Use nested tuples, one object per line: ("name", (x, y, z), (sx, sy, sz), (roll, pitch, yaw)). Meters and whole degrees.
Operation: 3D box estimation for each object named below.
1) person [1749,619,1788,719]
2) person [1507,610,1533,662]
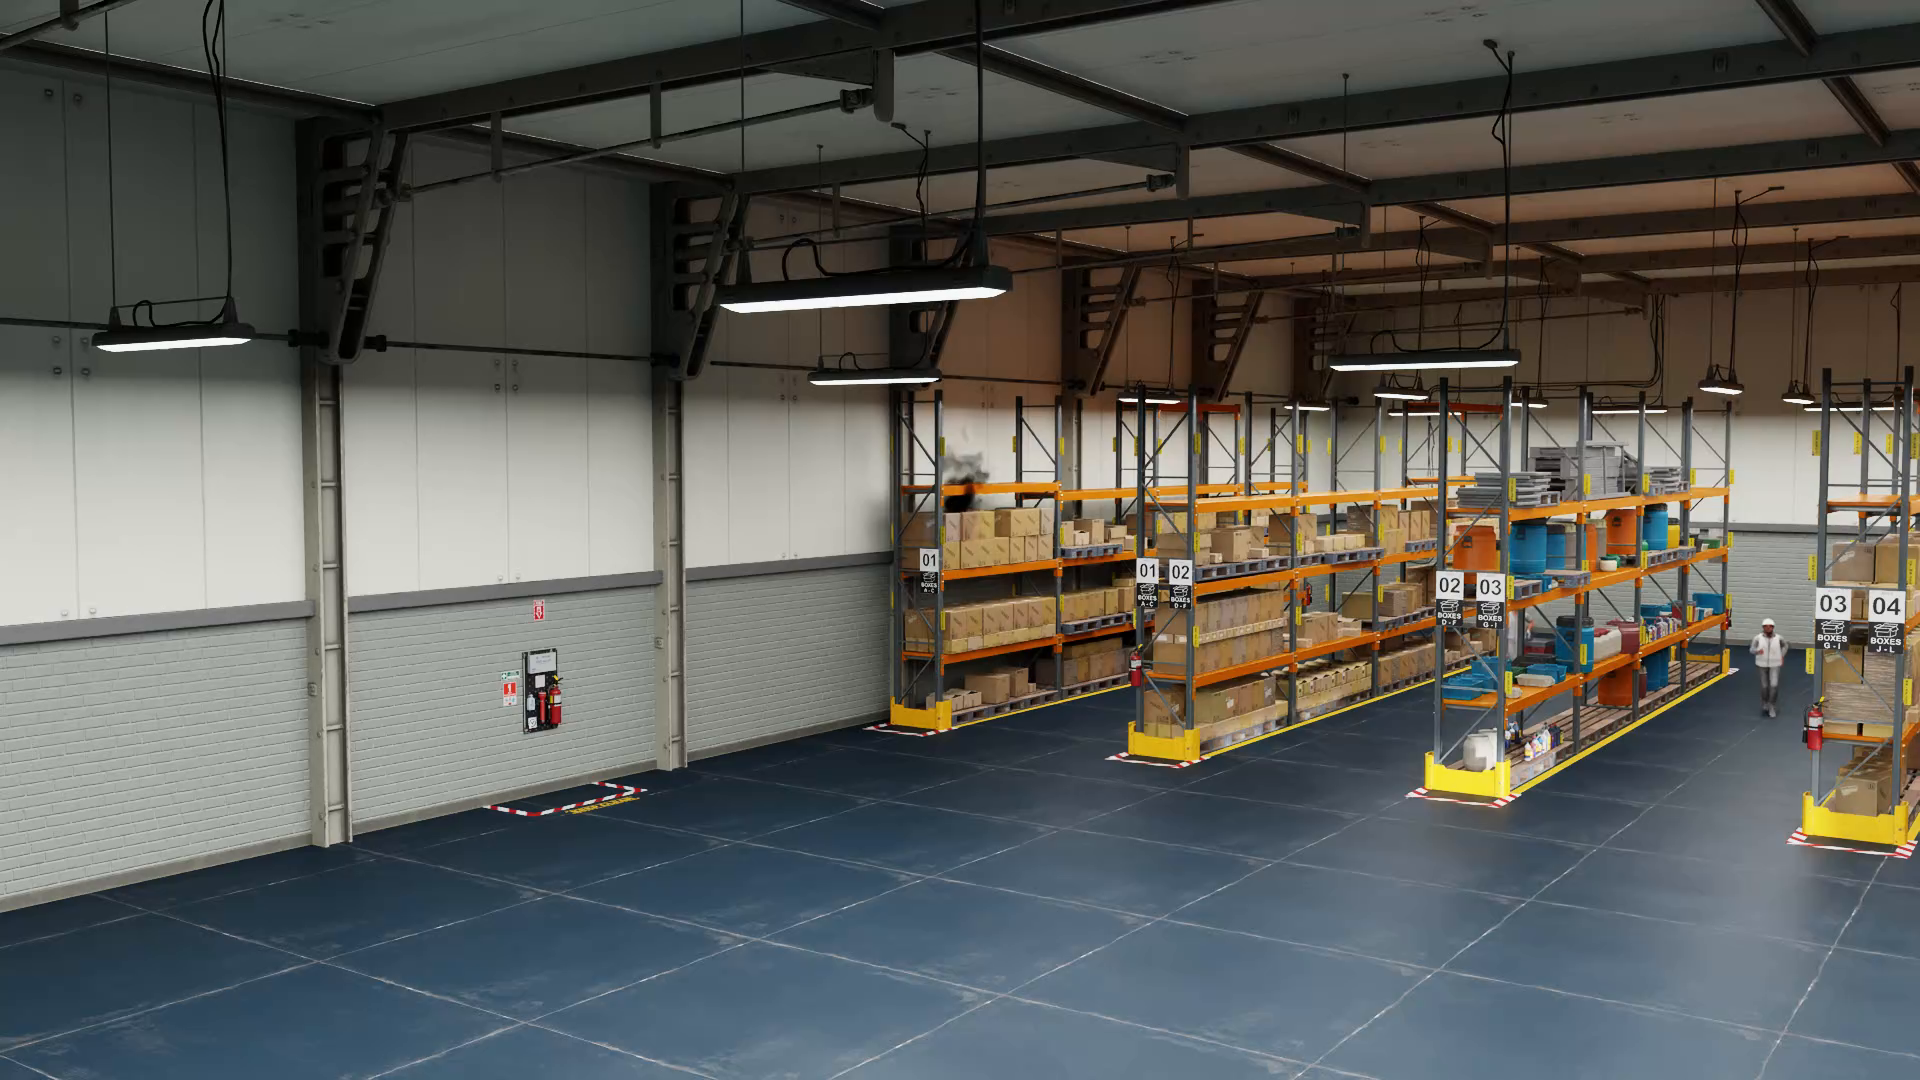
("person", (15.037, 2.370, 30.955), (0.648, 1.824, 0.858), (2, 4, 28))
("person", (11.675, 2.127, 34.963), (0.632, 1.836, 0.766), (2, 4, 26))
